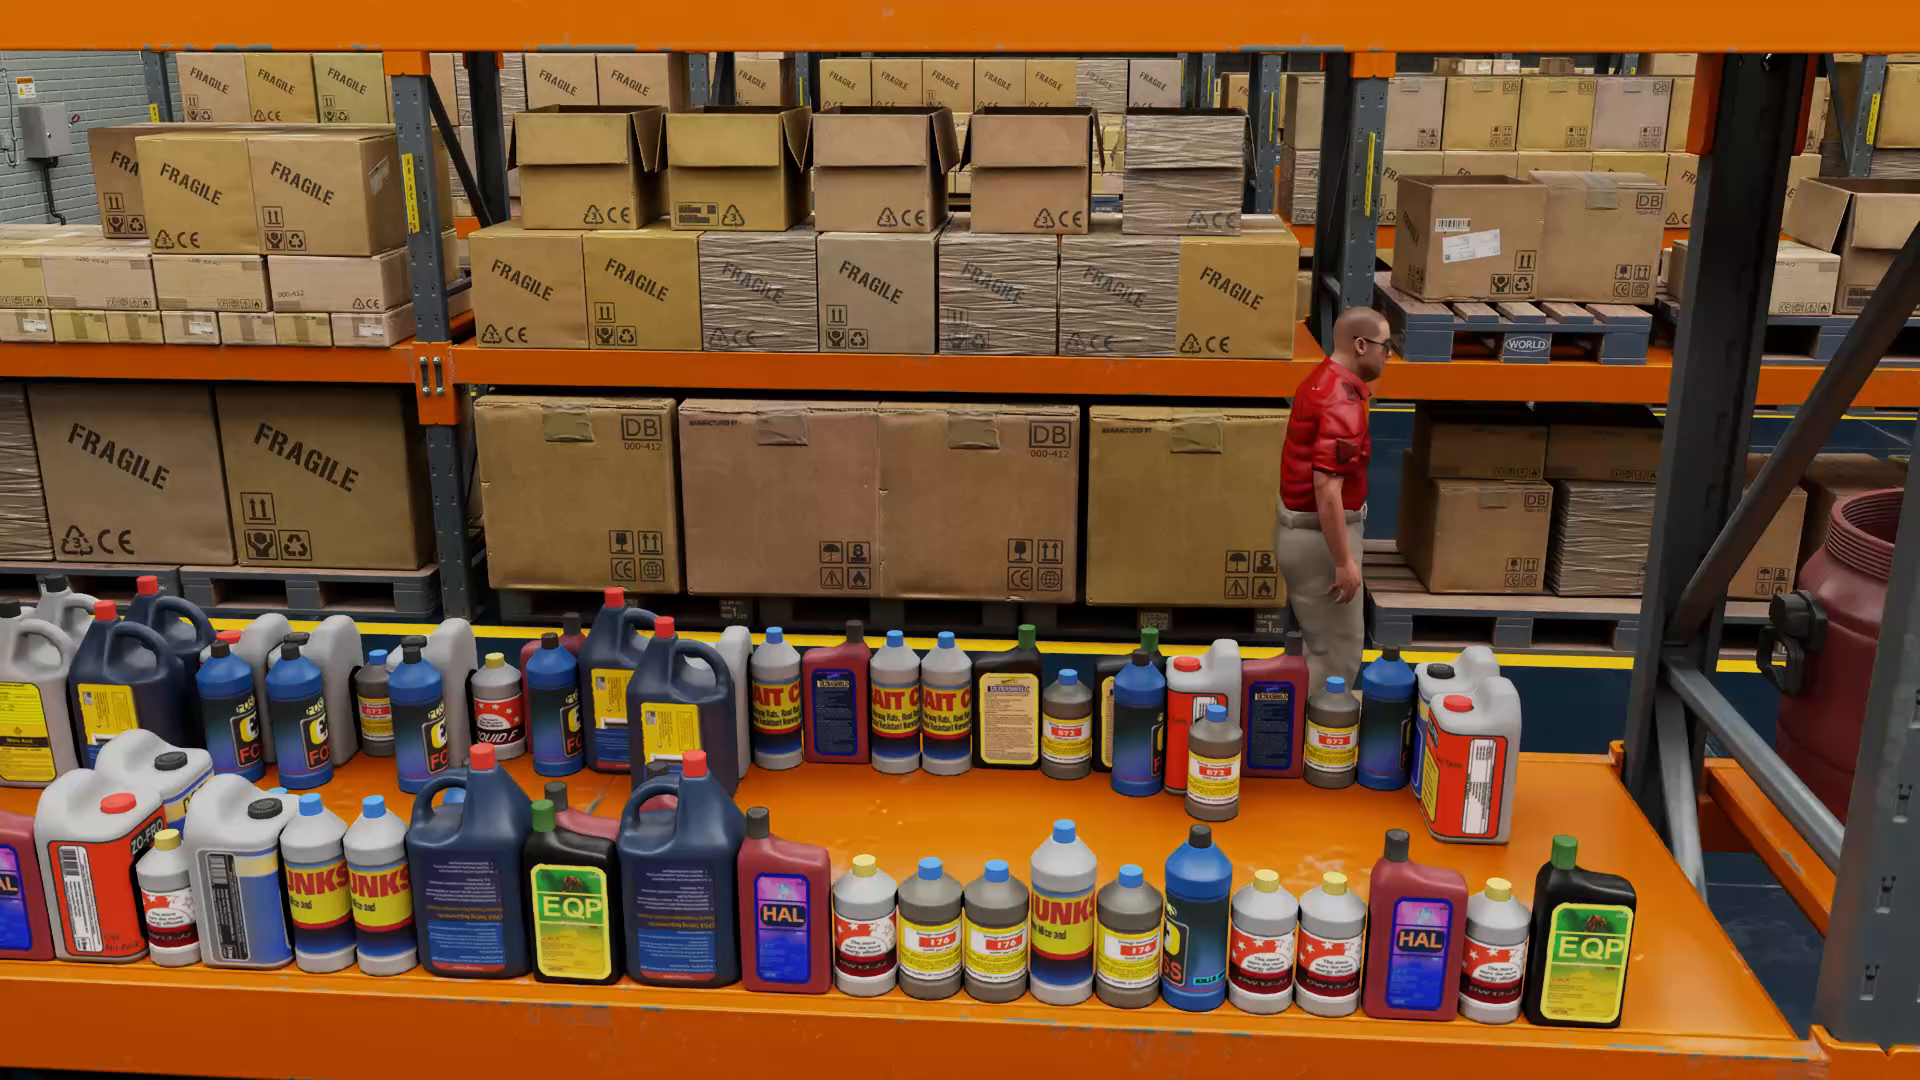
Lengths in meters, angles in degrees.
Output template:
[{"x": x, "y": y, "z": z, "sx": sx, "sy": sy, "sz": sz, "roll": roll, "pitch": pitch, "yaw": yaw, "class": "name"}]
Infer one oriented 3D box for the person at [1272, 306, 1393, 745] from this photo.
[{"x": 1.335, "y": 0.021, "z": 6.007, "sx": 0.395, "sy": 1.726, "sz": 0.584, "roll": 1, "pitch": 17, "yaw": 3, "class": "person"}]
